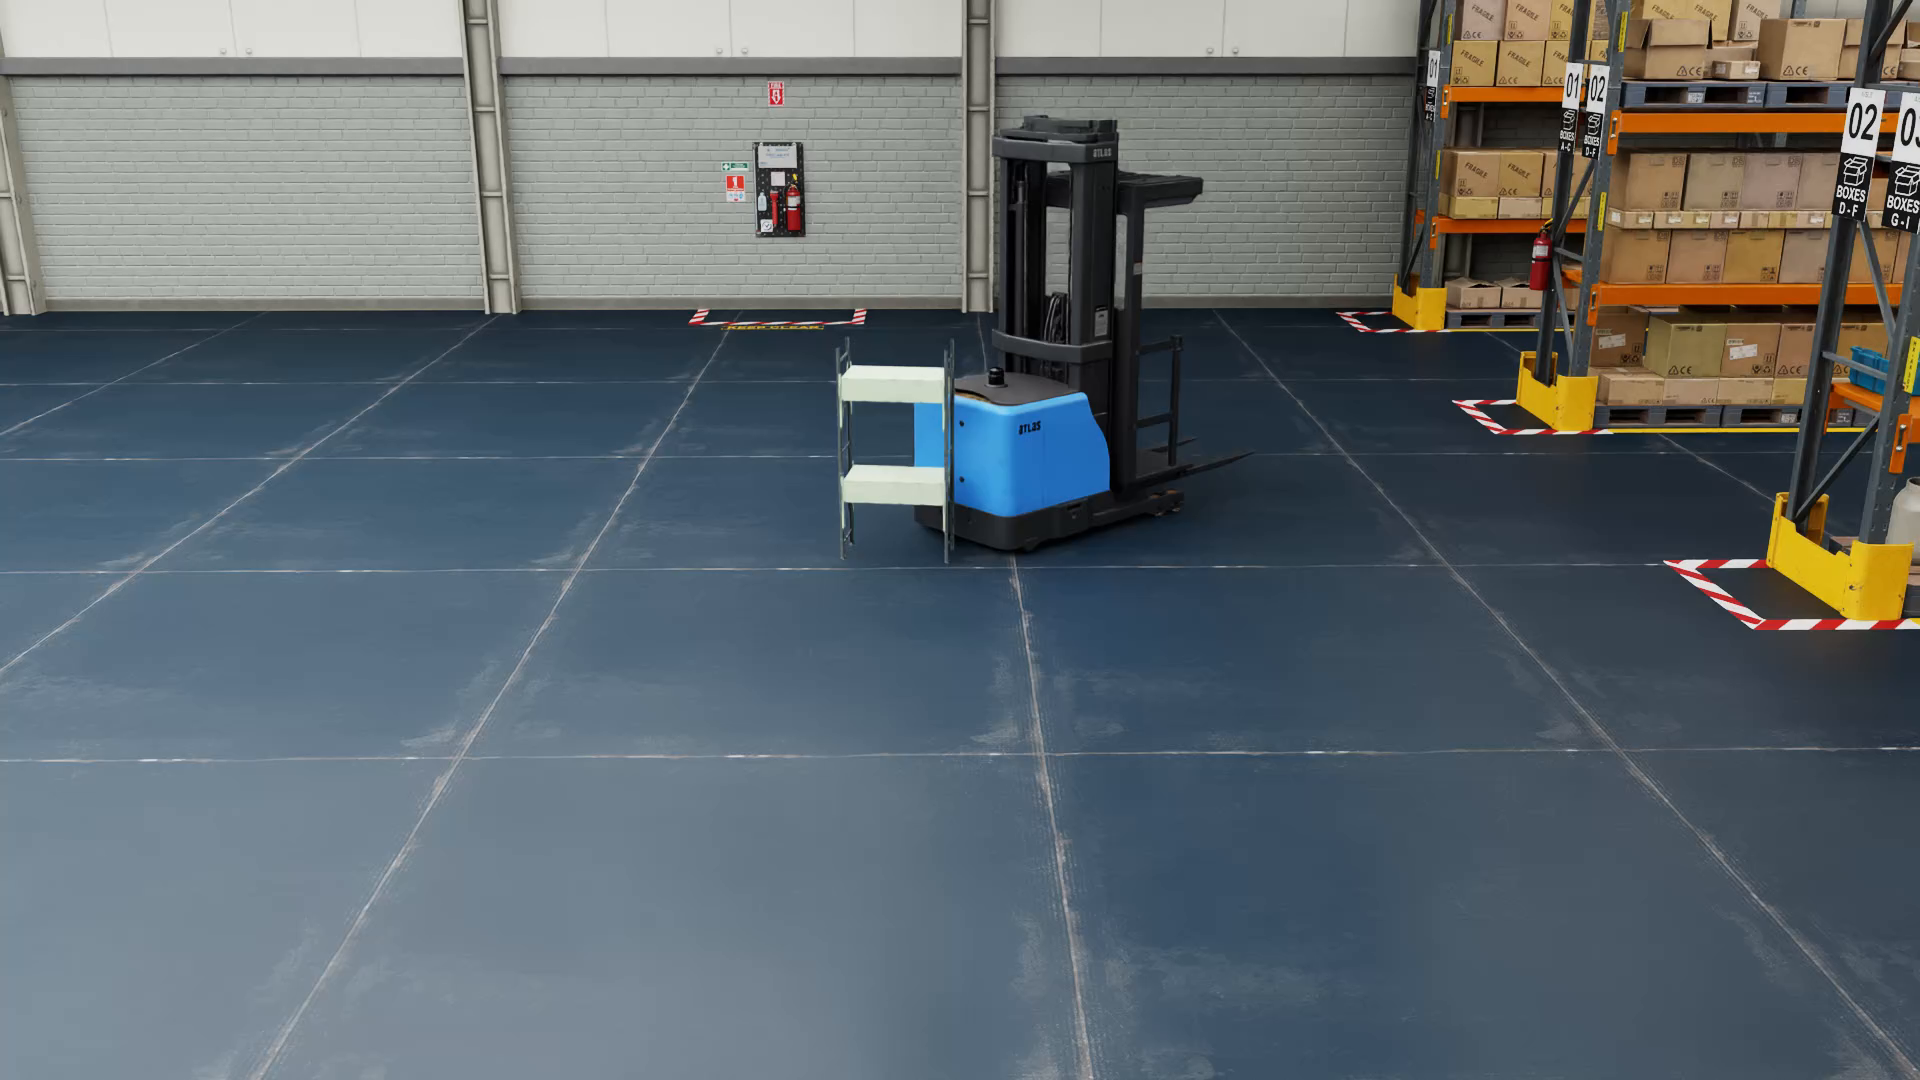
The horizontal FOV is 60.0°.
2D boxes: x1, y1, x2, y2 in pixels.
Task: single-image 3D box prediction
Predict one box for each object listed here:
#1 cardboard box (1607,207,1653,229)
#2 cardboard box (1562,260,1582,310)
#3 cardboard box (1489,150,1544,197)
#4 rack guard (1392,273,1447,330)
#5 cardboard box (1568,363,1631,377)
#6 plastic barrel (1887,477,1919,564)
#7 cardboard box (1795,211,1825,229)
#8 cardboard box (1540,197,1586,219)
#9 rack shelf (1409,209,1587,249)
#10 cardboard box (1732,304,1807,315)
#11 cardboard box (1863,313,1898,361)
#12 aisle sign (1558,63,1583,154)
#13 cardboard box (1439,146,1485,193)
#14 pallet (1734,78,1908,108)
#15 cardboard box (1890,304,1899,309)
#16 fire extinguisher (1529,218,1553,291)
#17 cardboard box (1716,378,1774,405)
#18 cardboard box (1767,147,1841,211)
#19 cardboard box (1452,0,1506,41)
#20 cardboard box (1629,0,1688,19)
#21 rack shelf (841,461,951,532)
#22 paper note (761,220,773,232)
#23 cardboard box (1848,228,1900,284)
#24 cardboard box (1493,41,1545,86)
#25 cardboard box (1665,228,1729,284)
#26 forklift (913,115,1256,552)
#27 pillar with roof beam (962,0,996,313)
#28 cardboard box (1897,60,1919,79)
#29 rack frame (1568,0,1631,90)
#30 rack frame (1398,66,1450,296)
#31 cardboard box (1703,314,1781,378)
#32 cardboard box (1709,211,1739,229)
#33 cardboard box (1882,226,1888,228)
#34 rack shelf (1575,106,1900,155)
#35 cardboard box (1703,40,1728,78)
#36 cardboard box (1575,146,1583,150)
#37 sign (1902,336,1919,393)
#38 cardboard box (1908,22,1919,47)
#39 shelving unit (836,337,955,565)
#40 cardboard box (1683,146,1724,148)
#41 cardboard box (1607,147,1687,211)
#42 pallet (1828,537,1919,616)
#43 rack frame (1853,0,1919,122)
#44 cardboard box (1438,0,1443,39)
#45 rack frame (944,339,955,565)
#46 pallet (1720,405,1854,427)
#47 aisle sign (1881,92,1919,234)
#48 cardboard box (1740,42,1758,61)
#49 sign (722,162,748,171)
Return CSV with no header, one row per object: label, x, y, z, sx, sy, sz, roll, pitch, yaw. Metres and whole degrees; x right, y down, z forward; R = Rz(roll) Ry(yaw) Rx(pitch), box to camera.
cardboard box,6.013,-2.890,14.919,0.250,0.149,0.380,0,18,-1
cardboard box,7.533,-3.096,20.161,0.500,0.500,0.700,-1,18,-4
cardboard box,6.511,-4.315,19.573,0.500,0.500,0.500,0,18,-1
rack guard,5.611,-2.920,20.332,0.348,0.500,1.175,0,18,-1
cardboard box,6.148,-1.581,15.878,0.500,0.250,0.500,0,18,-1
plastic barrel,6.348,-0.126,10.915,0.421,0.512,0.421,0,18,0
cardboard box,7.550,-2.897,14.942,0.250,0.149,0.380,0,18,0
cardboard box,7.056,-3.961,19.697,0.500,0.250,0.500,-1,18,-2
rack shelf,7.535,-3.777,20.089,4.000,0.370,1.077,0,18,-1
cardboard box,7.648,-1.950,15.801,0.500,0.500,0.500,0,18,-1
cardboard box,8.656,-1.796,15.323,0.500,0.500,0.500,0,18,-1
aisle sign,5.547,-3.924,15.114,0.004,0.787,0.394,0,18,-1
cardboard box,6.003,-4.472,20.064,0.500,0.500,0.500,0,18,-1
pallet,7.547,-3.986,14.795,1.213,0.211,1.003,0,18,-1
cardboard box,9.148,-1.958,15.825,0.500,0.500,0.500,0,18,-1
fire extinguisher,5.491,-2.702,15.685,0.183,0.674,0.296,0,18,-1
cardboard box,7.156,-1.428,15.403,0.500,0.250,0.500,0,18,-1
cardboard box,7.667,-3.270,15.044,0.500,0.500,0.700,0,18,-1
cardboard box,5.924,-5.999,19.095,0.500,0.500,0.500,-2,18,-5
cardboard box,7.968,-5.994,19.078,0.500,0.500,0.500,-1,18,-3
rack shelf,-0.436,-0.307,11.617,0.720,0.370,0.431,2,18,6
paper note,-2.428,-3.949,20.890,0.142,0.148,0.016,0,18,-1
cardboard box,8.144,-2.654,15.247,0.500,0.500,0.700,0,18,0
cardboard box,6.411,-5.512,19.214,0.500,0.500,0.500,1,18,3
cardboard box,6.609,-2.647,15.225,0.500,0.500,0.700,0,18,1
forklift,1.082,-1.674,12.468,3.031,2.935,1.130,-16,24,-40
pillar with roof beam,0.290,-5.890,15.678,0.400,9.000,9.100,0,18,-1
cardboard box,8.415,-4.102,14.509,0.250,0.149,0.380,0,18,-1
rack frame,5.617,-5.454,14.317,0.127,3.000,1.000,0,18,-1
rack frame,5.535,-4.110,19.949,0.127,3.000,1.000,0,18,-1
cardboard box,7.156,-1.789,15.300,0.500,0.500,0.500,0,18,-1
cardboard box,6.778,-2.893,14.930,0.250,0.149,0.380,-1,18,-2
cardboard box,8.330,-2.902,14.957,0.250,0.149,0.380,0,18,-1
rack shelf,7.617,-3.693,14.915,4.000,0.370,1.077,0,18,-1
cardboard box,8.528,-5.538,19.294,0.500,0.500,0.500,-2,18,-6
cardboard box,7.527,-4.478,20.082,0.500,0.500,0.500,0,18,0
sign,5.696,-1.048,9.951,0.005,0.325,0.100,0,18,-1
cardboard box,11.316,-5.789,19.422,0.500,0.500,0.500,-1,18,-3
shelving unit,-0.436,-0.618,11.517,0.755,1.500,0.431,2,18,6
cardboard box,9.061,-4.486,20.106,0.500,0.500,0.500,-1,18,-2
cardboard box,6.137,-3.261,15.015,0.500,0.500,0.700,0,18,-1
pallet,6.579,0.227,10.996,1.213,0.211,1.003,0,18,-1
rack frame,5.691,-3.941,9.600,0.127,3.000,1.000,0,18,-1
cardboard box,5.962,-6.154,19.575,0.500,0.500,0.500,1,18,2
rack frame,-0.072,-0.604,11.476,0.023,1.500,0.400,2,18,6
pallet,7.598,-1.291,15.726,1.213,0.211,1.003,0,18,-1
aisle sign,5.624,-2.232,9.840,0.004,0.787,0.394,0,18,-1
cardboard box,7.320,-4.338,14.980,0.500,0.311,0.500,2,18,6
sign,-2.799,-4.644,20.687,0.331,0.109,0.001,0,18,-1
